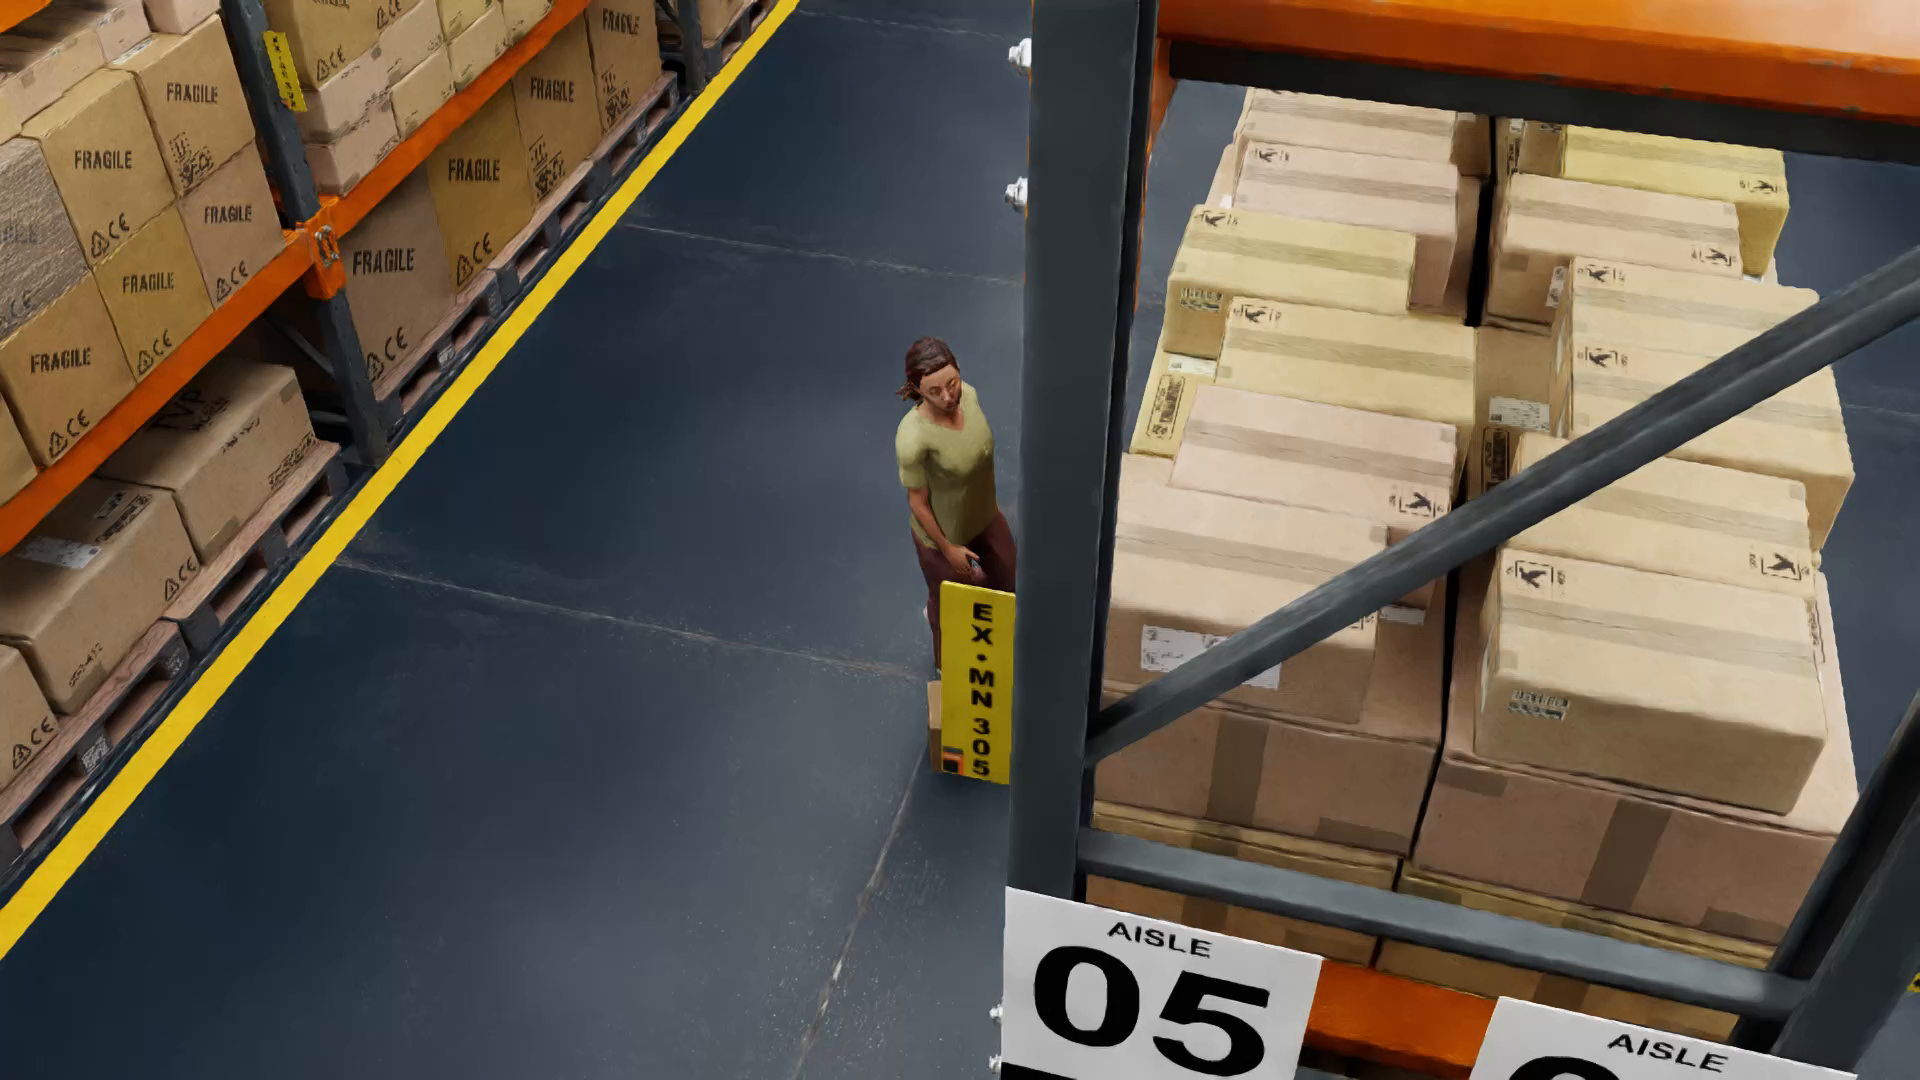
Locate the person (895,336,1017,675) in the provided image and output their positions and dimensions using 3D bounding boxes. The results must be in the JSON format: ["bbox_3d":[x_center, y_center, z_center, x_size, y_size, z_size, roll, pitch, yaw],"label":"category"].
[{"bbox_3d":[-0.020,-0.070,6.241,0.446,1.647,0.528,27,48,27],"label":"person"}]
